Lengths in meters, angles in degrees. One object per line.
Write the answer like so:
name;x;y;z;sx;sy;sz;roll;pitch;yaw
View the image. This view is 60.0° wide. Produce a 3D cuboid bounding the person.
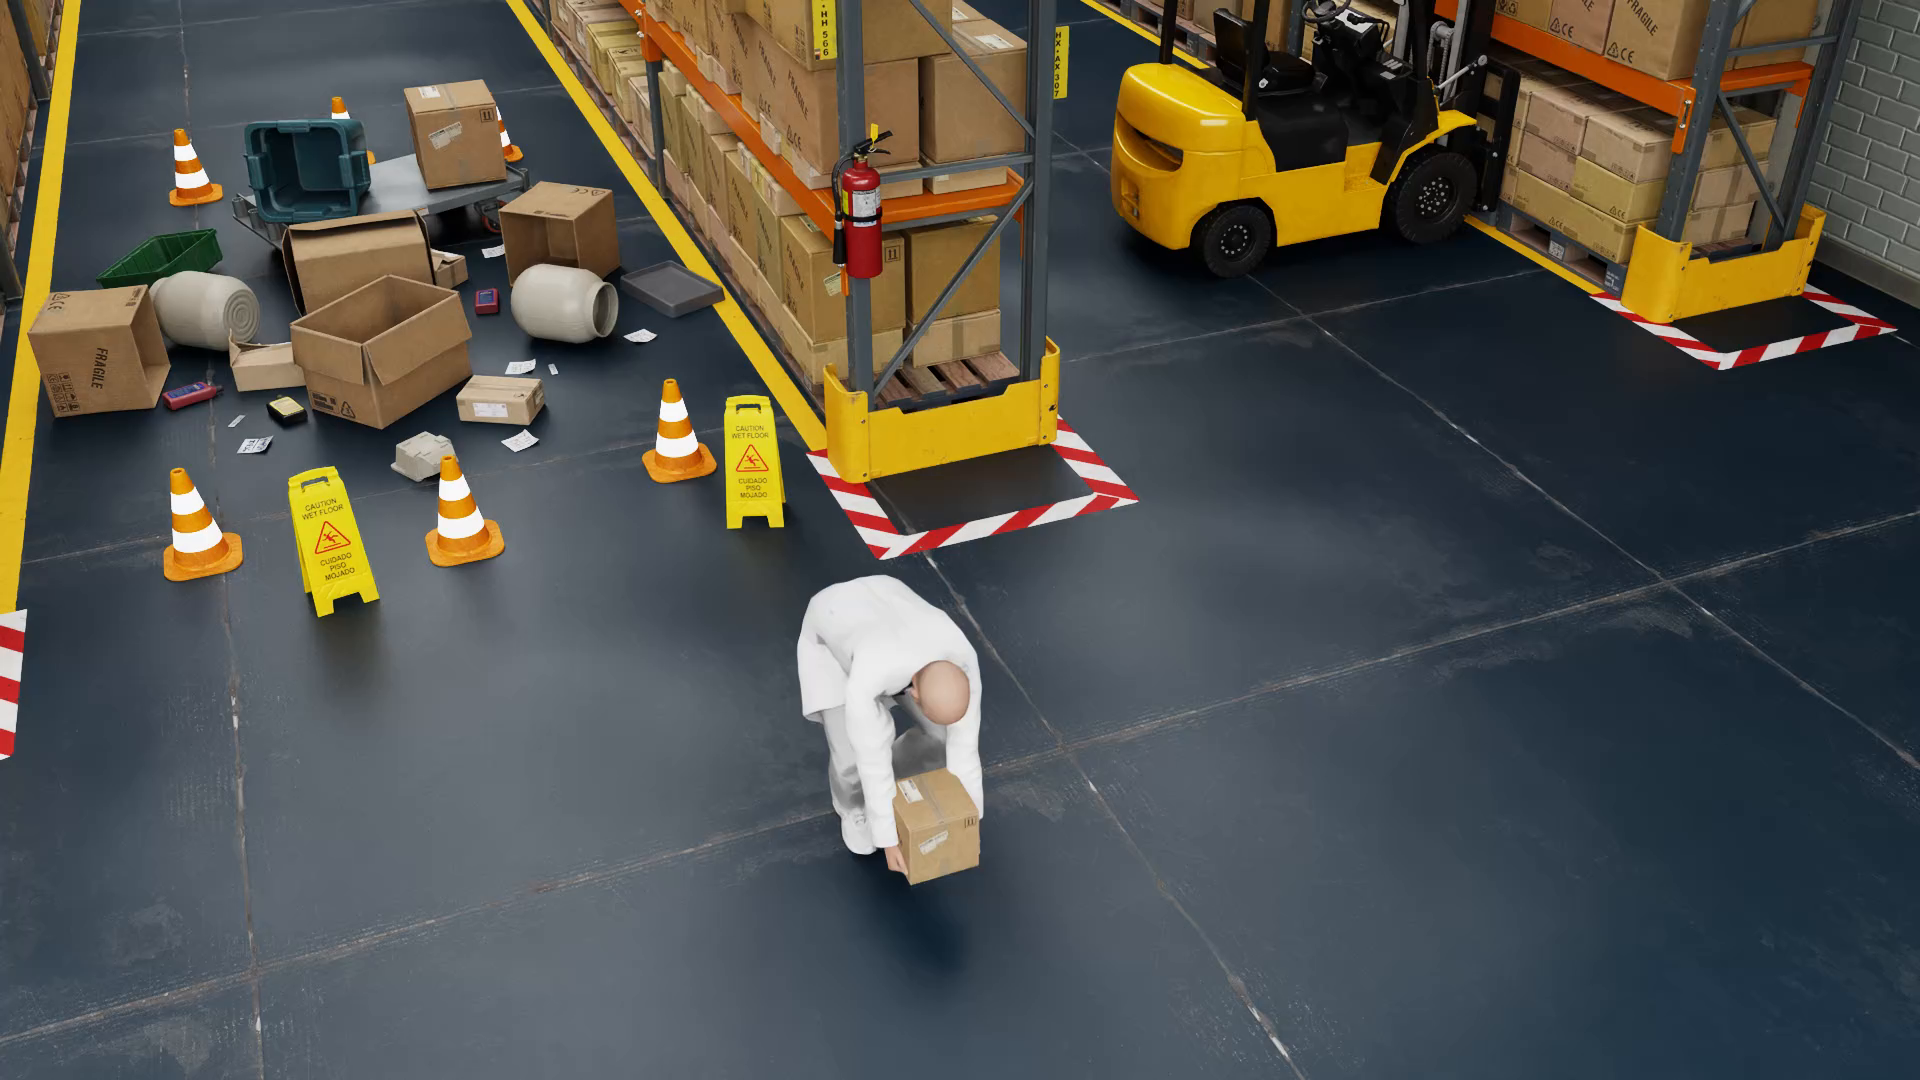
person;-0.227;0.661;5.824;0.590;1.028;0.942;-15;36;-21
